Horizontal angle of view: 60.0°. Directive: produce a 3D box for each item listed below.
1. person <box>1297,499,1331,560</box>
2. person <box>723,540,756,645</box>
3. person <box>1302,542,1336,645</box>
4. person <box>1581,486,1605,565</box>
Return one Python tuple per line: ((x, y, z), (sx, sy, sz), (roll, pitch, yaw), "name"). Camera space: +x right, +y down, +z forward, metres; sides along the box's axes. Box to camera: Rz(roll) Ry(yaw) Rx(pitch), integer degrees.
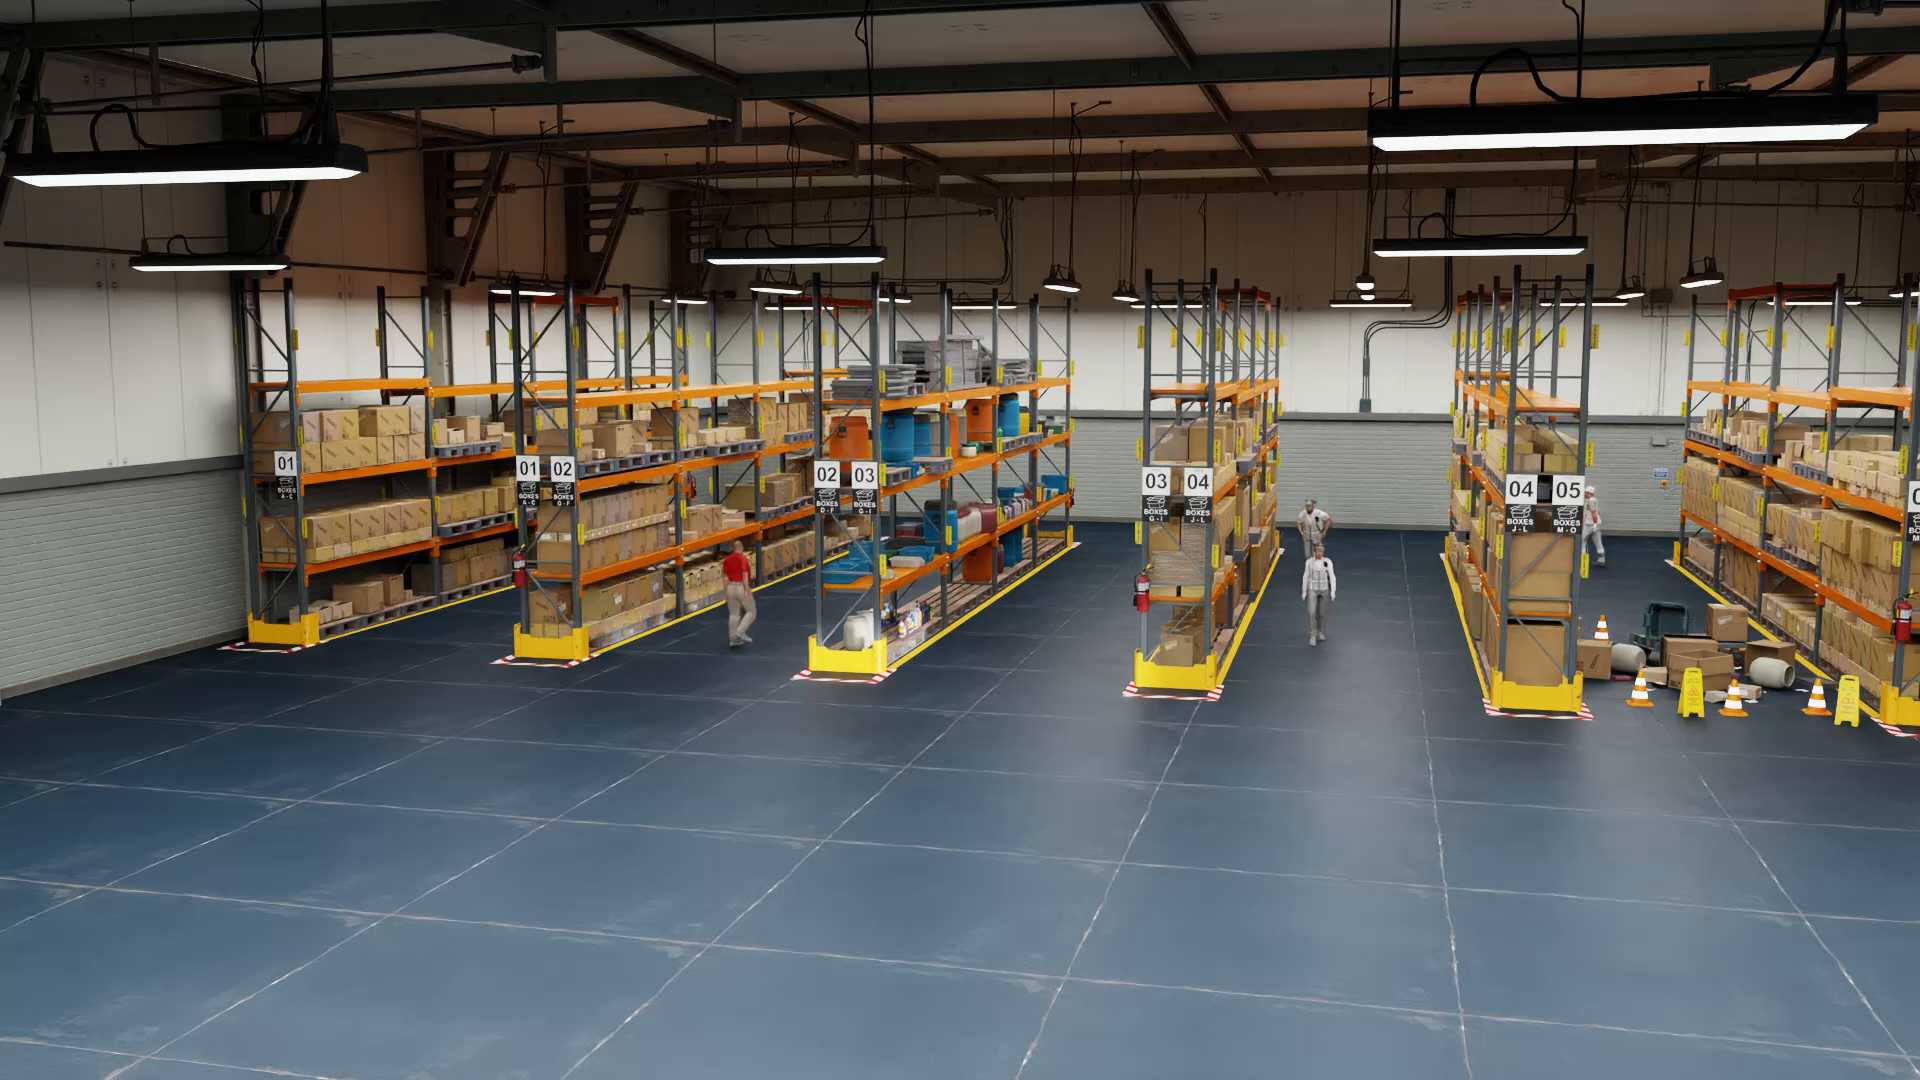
((7.544, -0.070, 35.452), (0.710, 1.673, 0.714), (3, 7, 22), "person")
((-3.661, 0.874, 27.325), (0.596, 1.715, 0.494), (3, 8, 25), "person")
((5.962, 0.870, 27.607), (0.543, 1.677, 0.600), (1, 7, 9), "person")
((14.066, -0.310, 37.063), (0.493, 1.791, 0.764), (-5, 8, -36), "person")
